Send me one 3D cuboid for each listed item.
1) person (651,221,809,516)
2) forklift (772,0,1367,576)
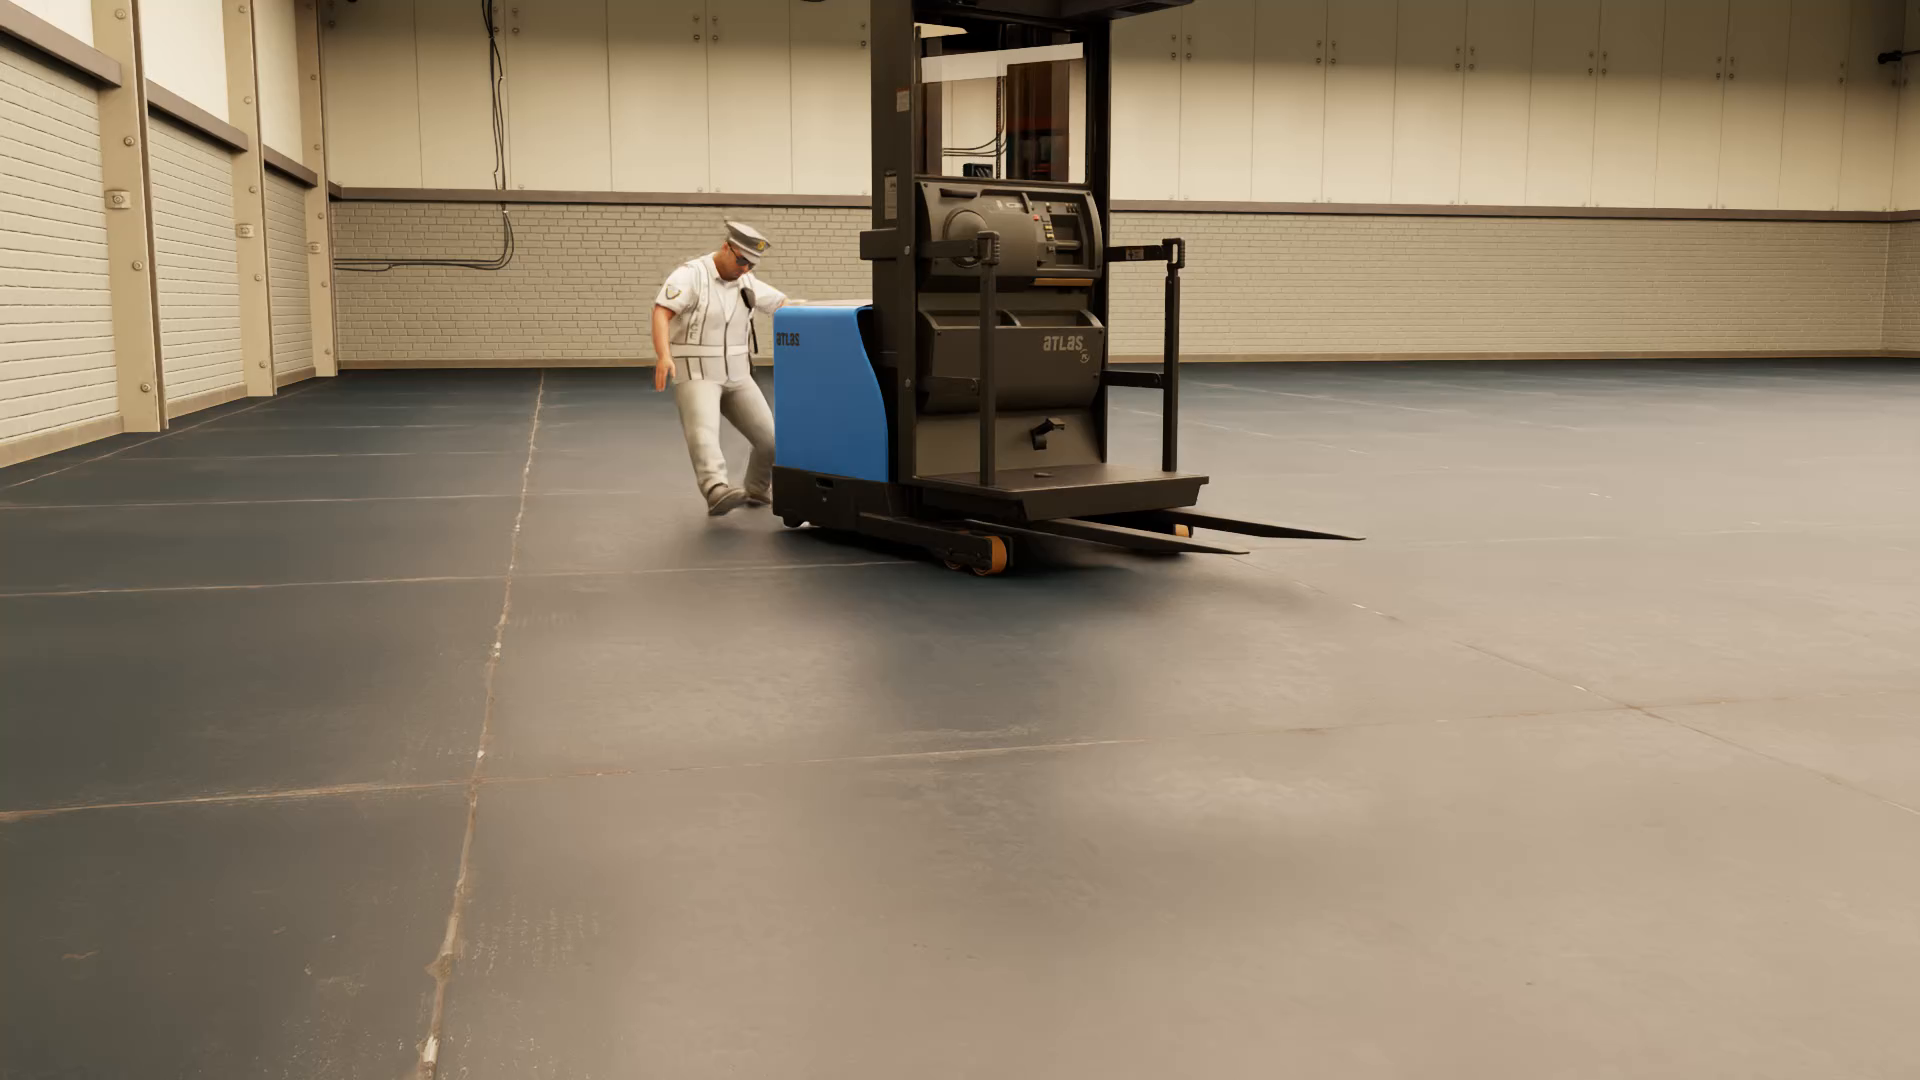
[{"bbox_3d":[-1.112,-0.859,8.461,0.949,1.520,1.099,-6,10,-37],"label":"person"},{"bbox_3d":[0.355,-1.383,7.015,1.130,2.935,3.031,-6,10,-35],"label":"forklift"}]
